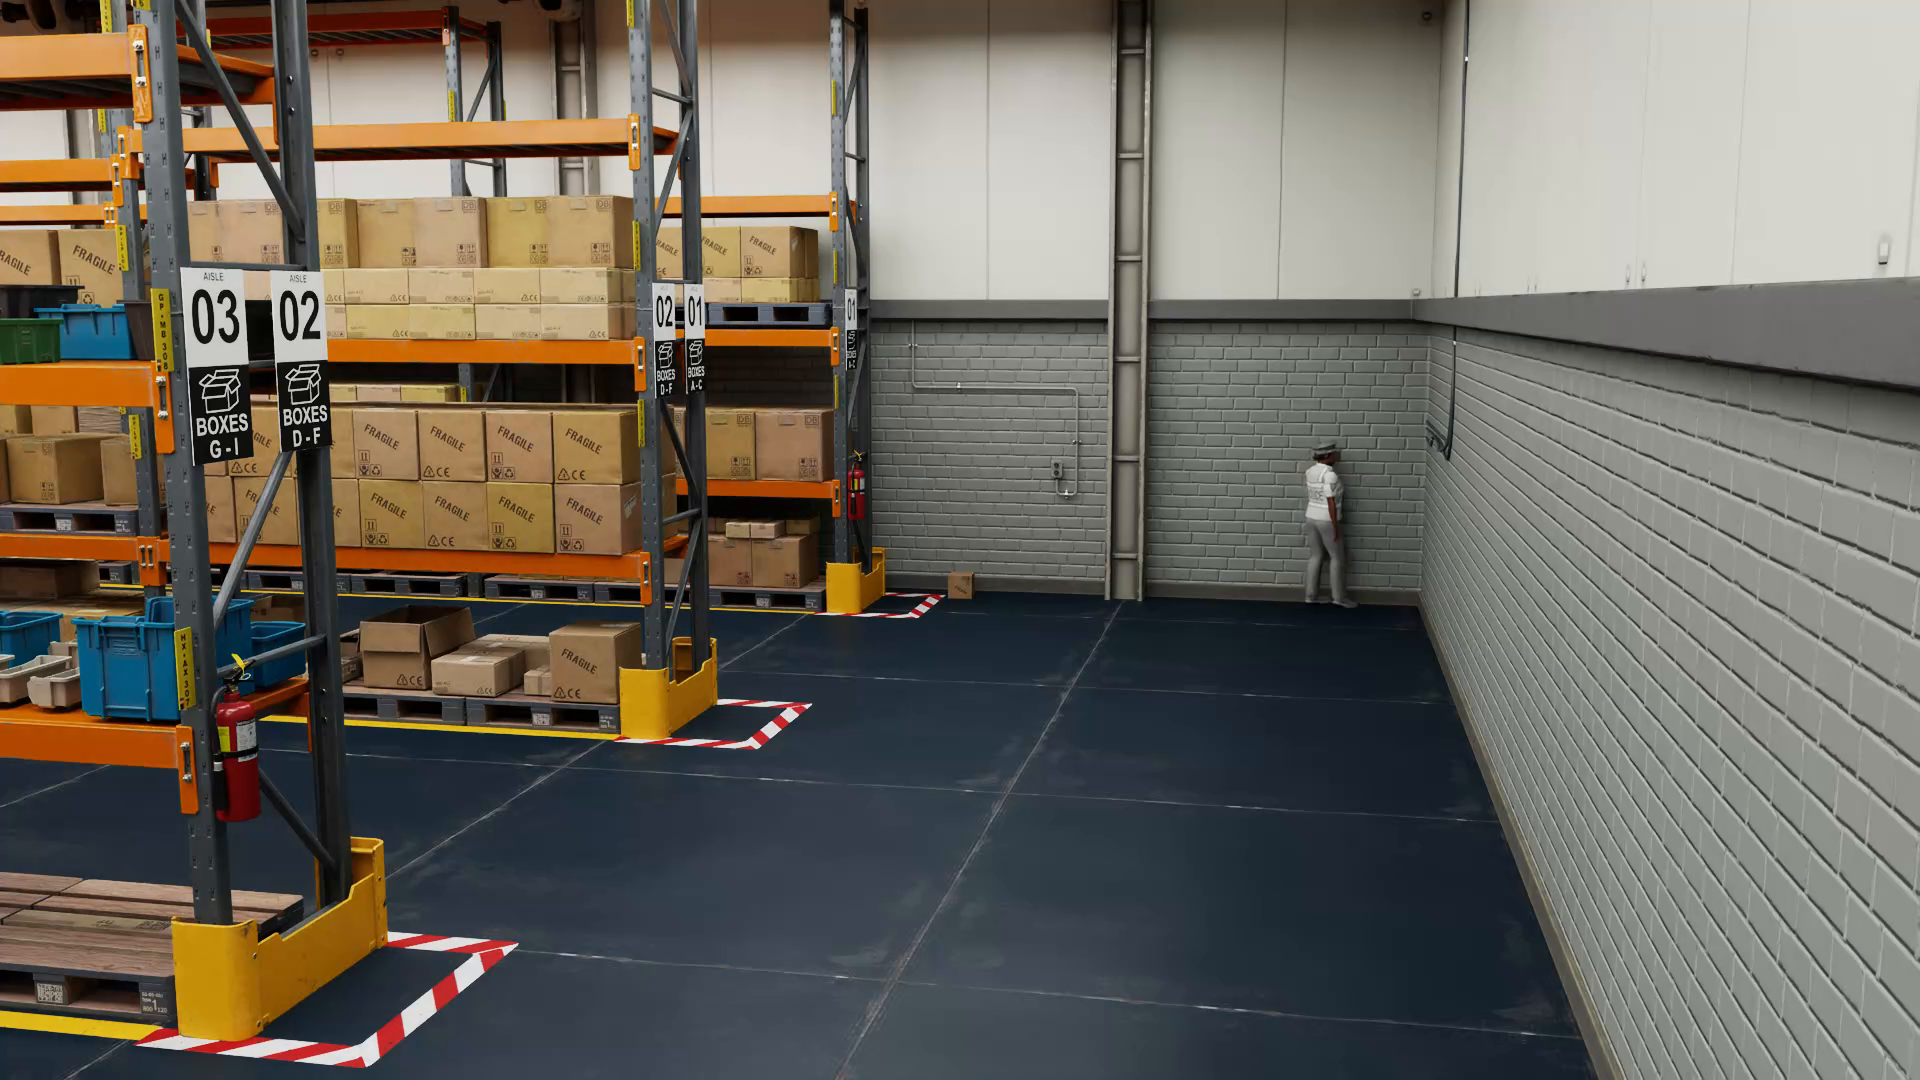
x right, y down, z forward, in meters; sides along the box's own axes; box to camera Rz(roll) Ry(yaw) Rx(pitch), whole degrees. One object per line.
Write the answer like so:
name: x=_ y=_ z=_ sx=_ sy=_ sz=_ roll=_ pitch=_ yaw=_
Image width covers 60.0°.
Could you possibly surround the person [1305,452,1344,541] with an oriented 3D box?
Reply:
person: x=3.716 y=-0.499 z=16.858 sx=0.375 sy=0.990 sz=0.490 roll=-4 pitch=9 yaw=-23
